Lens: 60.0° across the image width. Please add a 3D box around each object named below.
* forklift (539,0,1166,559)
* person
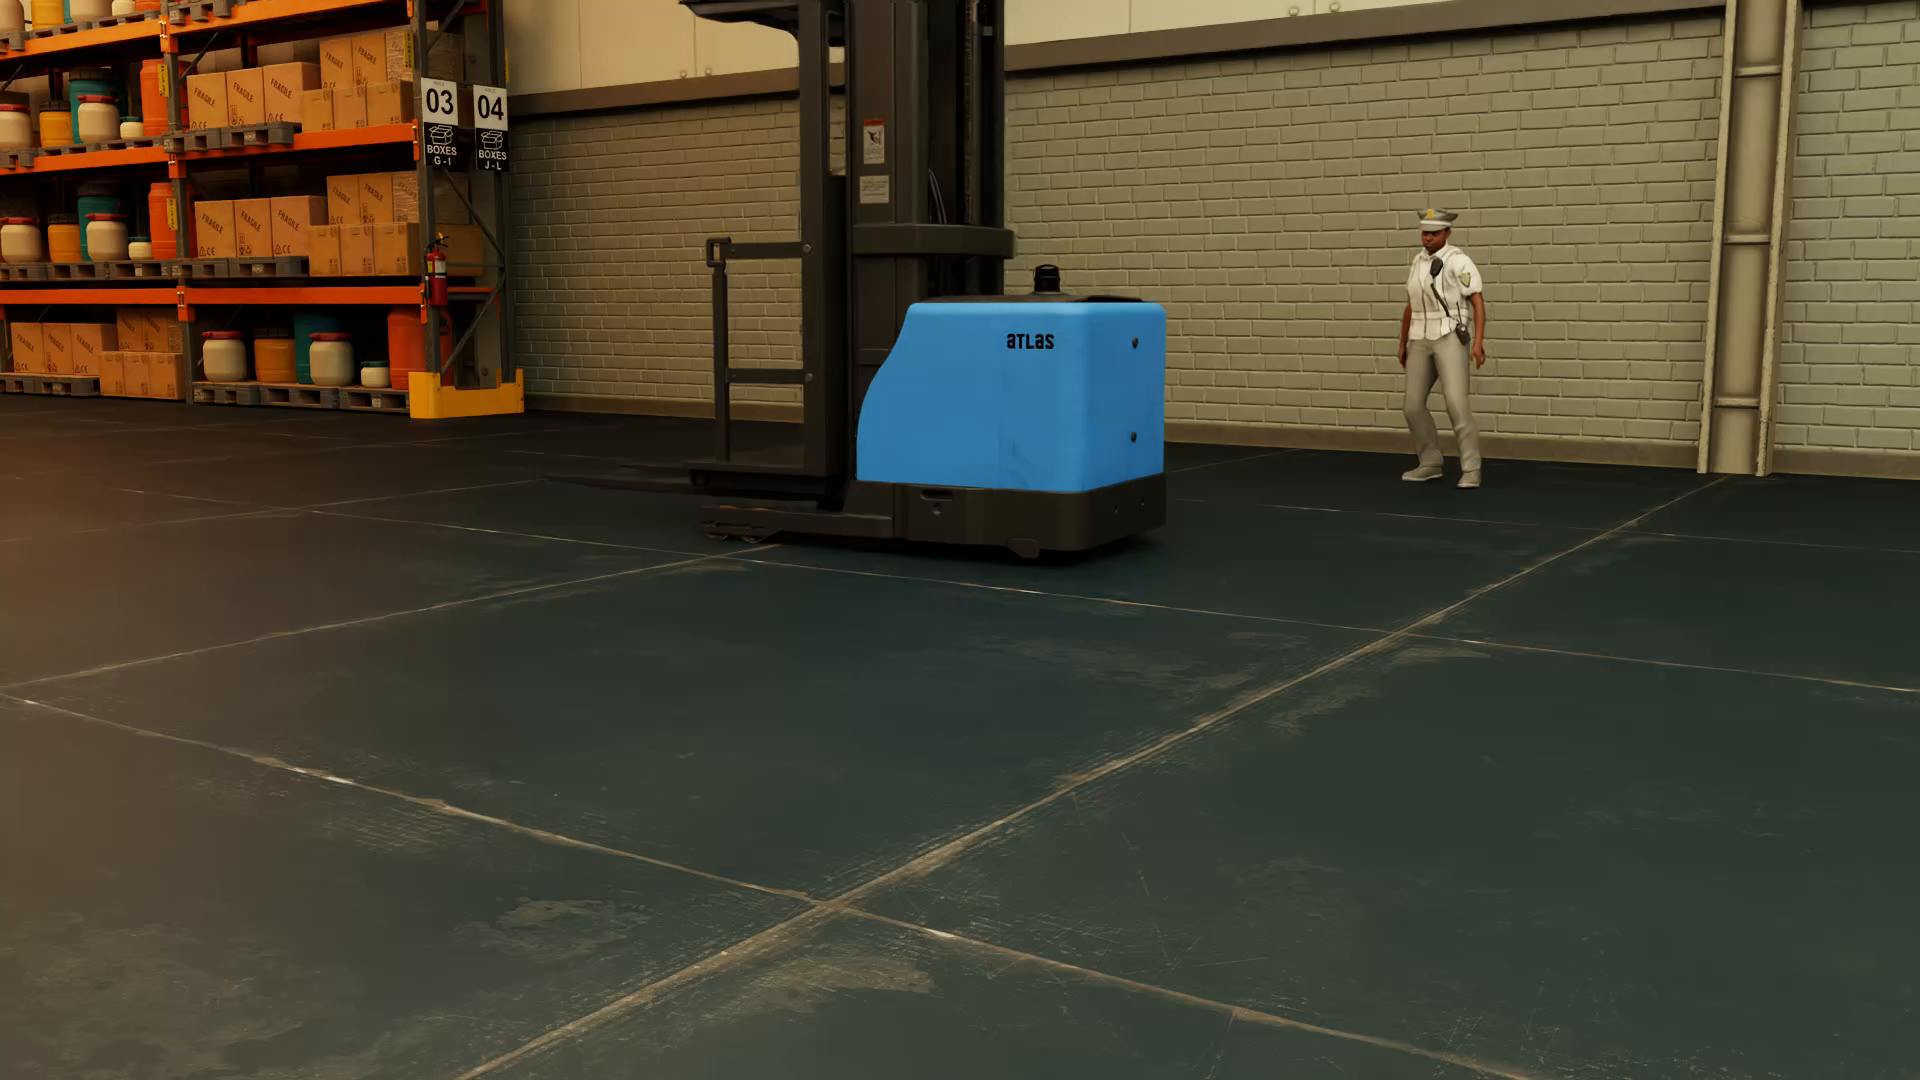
[{"bbox_3d":[-0.609,-1.494,7.701,3.031,2.935,1.130,4,9,28],"label":"forklift"},{"bbox_3d":[2.882,-1.156,9.960,0.384,1.633,0.754,-6,10,-34],"label":"person"}]
